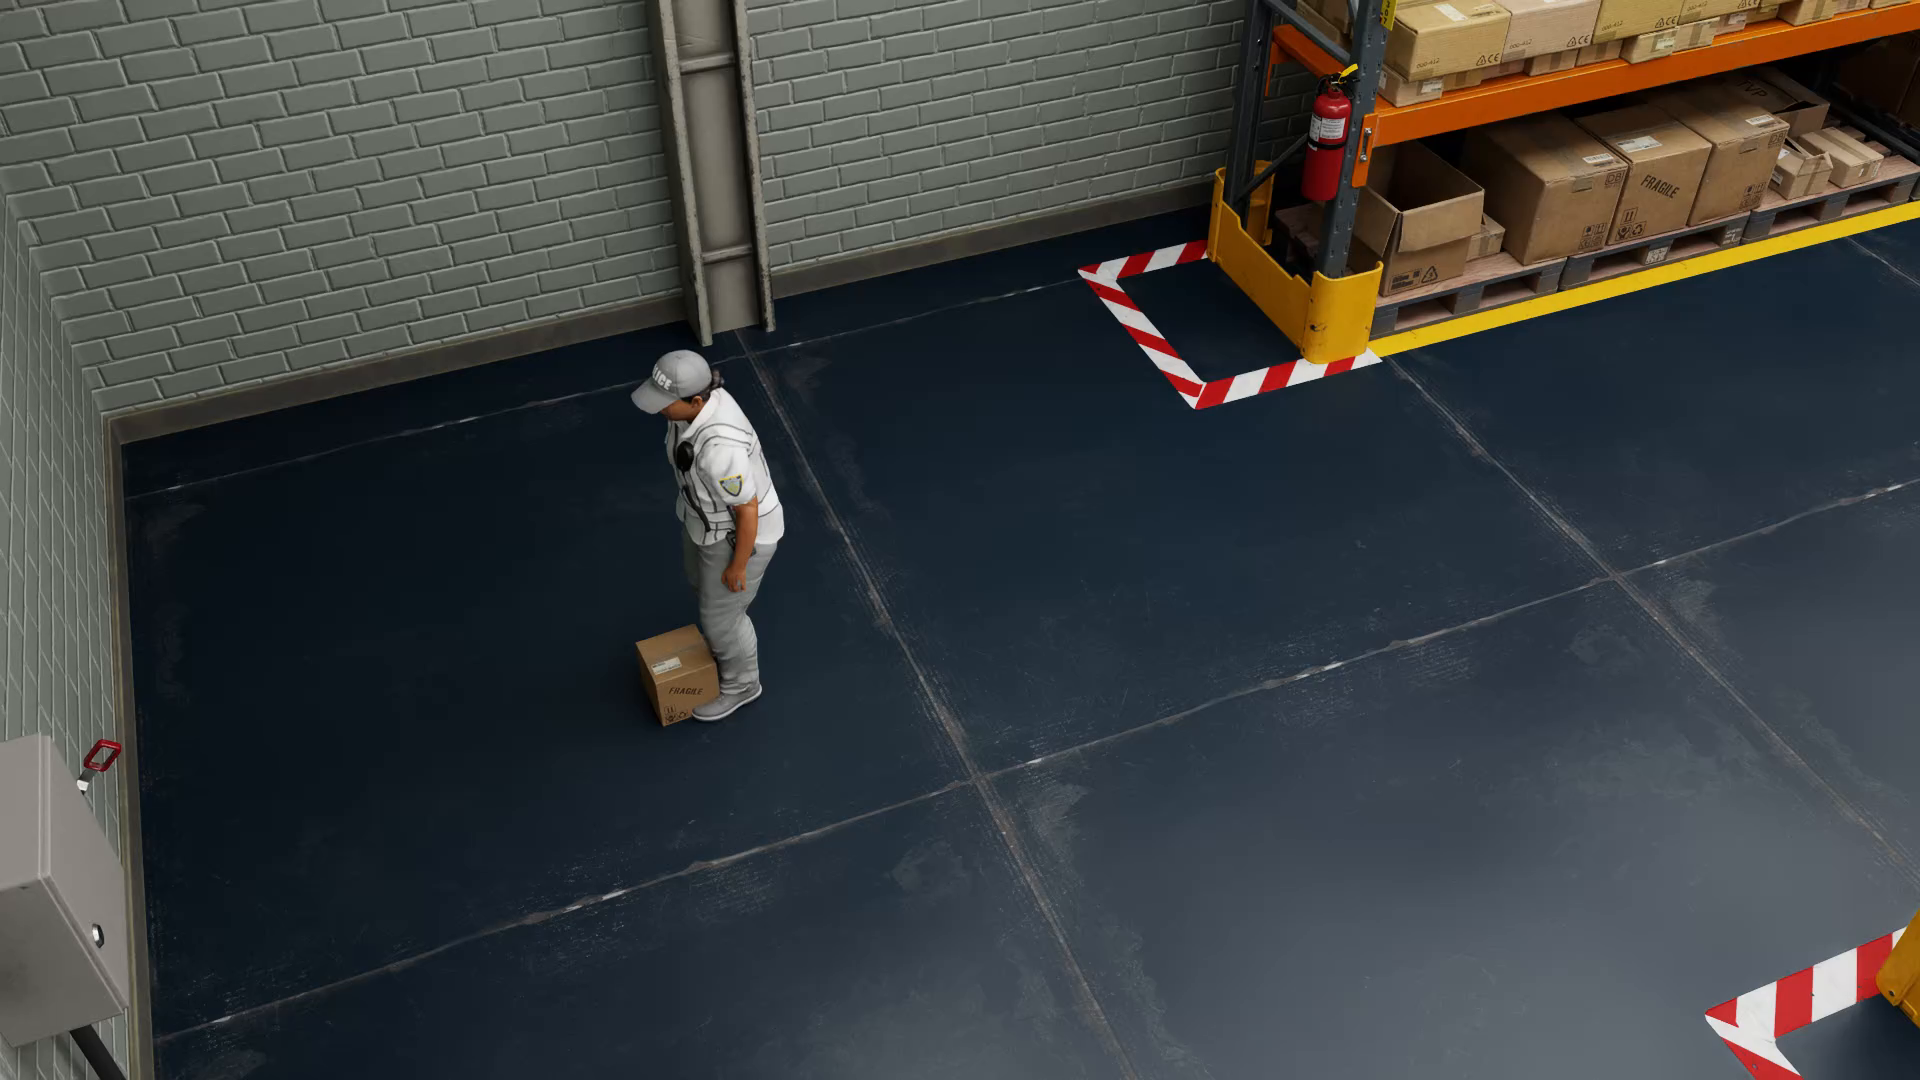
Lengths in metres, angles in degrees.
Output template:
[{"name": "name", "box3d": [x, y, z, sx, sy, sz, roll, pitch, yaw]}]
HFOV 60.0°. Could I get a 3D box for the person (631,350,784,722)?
[{"name": "person", "box3d": [-0.917, -0.046, 6.207, 0.471, 1.665, 0.562, -18, 45, -19]}]
